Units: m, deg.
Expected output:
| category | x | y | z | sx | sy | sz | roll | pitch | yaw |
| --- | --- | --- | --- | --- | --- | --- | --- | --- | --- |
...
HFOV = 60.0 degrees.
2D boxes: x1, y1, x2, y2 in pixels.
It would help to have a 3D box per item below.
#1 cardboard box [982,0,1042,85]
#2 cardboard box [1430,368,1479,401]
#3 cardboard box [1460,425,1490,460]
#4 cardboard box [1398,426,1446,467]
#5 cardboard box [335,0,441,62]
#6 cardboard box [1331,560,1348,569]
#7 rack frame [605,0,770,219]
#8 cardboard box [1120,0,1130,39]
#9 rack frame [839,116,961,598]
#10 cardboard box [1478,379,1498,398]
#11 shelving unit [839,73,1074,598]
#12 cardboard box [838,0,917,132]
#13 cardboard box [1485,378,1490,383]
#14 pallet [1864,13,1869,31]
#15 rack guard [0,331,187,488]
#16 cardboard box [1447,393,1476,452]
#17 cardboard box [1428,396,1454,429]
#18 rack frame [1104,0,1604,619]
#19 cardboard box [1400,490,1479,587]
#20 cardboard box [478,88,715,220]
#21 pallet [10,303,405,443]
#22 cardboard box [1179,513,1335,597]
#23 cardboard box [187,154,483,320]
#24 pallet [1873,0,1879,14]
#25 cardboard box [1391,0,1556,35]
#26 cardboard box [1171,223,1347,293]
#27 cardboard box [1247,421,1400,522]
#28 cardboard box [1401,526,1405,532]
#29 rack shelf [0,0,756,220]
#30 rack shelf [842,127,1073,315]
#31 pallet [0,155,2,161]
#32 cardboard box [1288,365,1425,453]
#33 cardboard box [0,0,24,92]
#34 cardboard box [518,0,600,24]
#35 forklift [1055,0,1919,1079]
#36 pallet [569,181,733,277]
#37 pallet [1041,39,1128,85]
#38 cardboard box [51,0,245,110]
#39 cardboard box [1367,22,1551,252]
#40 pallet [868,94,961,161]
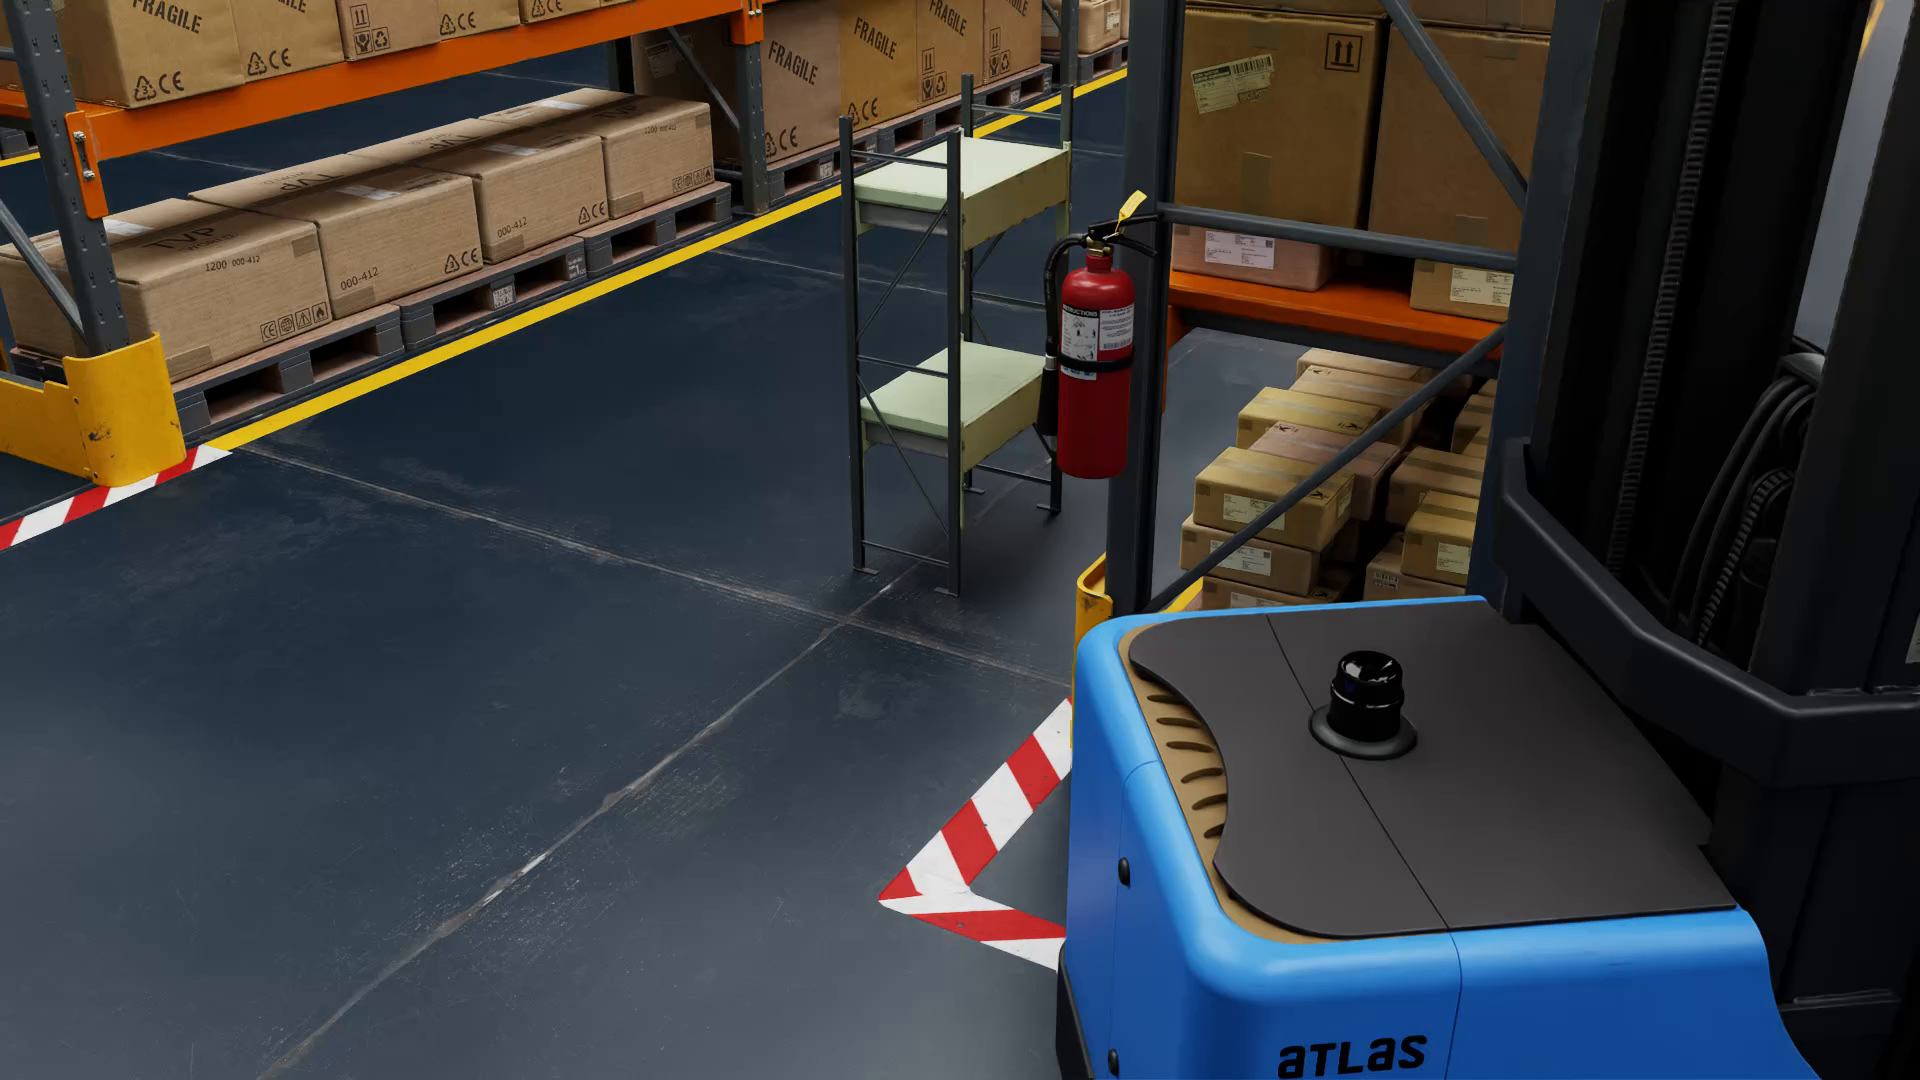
| category | x | y | z | sx | sy | sz | roll | pitch | yaw |
| --- | --- | --- | --- | --- | --- | --- | --- | --- | --- |
| cardboard box | 0.006 | -3.832 | 11.959 | 0.875 | 0.875 | 0.875 | 14 | 30 | 26 |
| cardboard box | 1.565 | -0.615 | 5.678 | 0.380 | 0.149 | 0.250 | 13 | 29 | 24 |
| cardboard box | 1.662 | -0.190 | 4.829 | 0.380 | 0.149 | 0.250 | 14 | 30 | 26 |
| cardboard box | 1.329 | -0.277 | 5.335 | 0.380 | 0.149 | 0.250 | 14 | 30 | 25 |
| cardboard box | -2.540 | -2.294 | 6.870 | 0.500 | 0.500 | 0.500 | 14 | 30 | 26 |
| cardboard box | 0.958 | 0.036 | 5.042 | 0.380 | 0.149 | 0.250 | 15 | 30 | 28 |
| rack frame | -1.549 | -3.287 | 8.965 | 1.000 | 3.000 | 0.127 | 14 | 30 | 26 |
| cardboard box | 1.061 | -4.366 | 13.587 | 0.950 | 0.372 | 0.625 | 14 | 30 | 25 |
| rack frame | -0.177 | -0.531 | 5.135 | 0.400 | 1.500 | 0.023 | 14 | 30 | 26 |
| cardboard box | 1.857 | -0.410 | 5.270 | 0.380 | 0.149 | 0.250 | 15 | 30 | 28 |
| shelving unit | 0.003 | -0.673 | 5.419 | 0.431 | 1.500 | 0.755 | 14 | 30 | 26 |
| cardboard box | -0.876 | -3.137 | 10.571 | 0.875 | 0.875 | 0.875 | 15 | 30 | 28 |
| cardboard box | 1.960 | -0.643 | 6.400 | 0.380 | 0.149 | 0.250 | 13 | 29 | 24 |
| pallet | 7.188 | -4.386 | 14.276 | 1.003 | 0.211 | 1.213 | 14 | 30 | 26 |
| rack guard | -3.529 | -0.601 | 6.392 | 1.175 | 0.500 | 0.348 | 14 | 30 | 26 |
| cardboard box | 1.686 | -0.444 | 6.002 | 0.380 | 0.149 | 0.250 | 15 | 30 | 28 |
| cardboard box | 1.493 | -0.495 | 5.772 | 0.380 | 0.149 | 0.250 | 16 | 31 | 29 |
| rack frame | 0.842 | -0.677 | 3.752 | 1.000 | 3.000 | 0.127 | 14 | 30 | 26 |
| cardboard box | 1.396 | 0.014 | 4.421 | 0.380 | 0.149 | 0.250 | 13 | 29 | 24 |
| cardboard box | -1.952 | -2.108 | 9.003 | 0.875 | 0.438 | 0.875 | 14 | 30 | 25 |
| pallet | -3.192 | -0.810 | 7.132 | 1.003 | 0.211 | 1.213 | 14 | 30 | 26 |
| cardboard box | 0.854 | 0.008 | 4.766 | 0.380 | 0.149 | 0.250 | 13 | 30 | 25 |
| cardboard box | -2.836 | -1.408 | 7.604 | 0.875 | 0.438 | 0.875 | 15 | 30 | 27 |
| pallet | 8.388 | -5.337 | 16.176 | 1.003 | 0.211 | 1.213 | 14 | 30 | 26 |
| cardboard box | 1.294 | -1.419 | 3.672 | 0.500 | 0.500 | 0.500 | 14 | 30 | 26 |
| cardboard box | 0.757 | -0.754 | 4.186 | 0.380 | 0.149 | 0.250 | 14 | 30 | 26 |
| cardboard box | 1.056 | -0.204 | 4.857 | 0.380 | 0.149 | 0.250 | 15 | 30 | 27 |
| cardboard box | 1.273 | -0.147 | 5.408 | 0.380 | 0.149 | 0.250 | 15 | 30 | 27 |
| rack shelf | -2.533 | -2.186 | 7.569 | 1.077 | 0.370 | 4.000 | 14 | 30 | 26 |
| rack shelf | 0.003 | -1.022 | 5.245 | 0.431 | 0.370 | 0.720 | 14 | 30 | 26 |
| pallet | -6.810 | -2.387 | 10.282 | 1.003 | 0.211 | 1.213 | 14 | 30 | 26 |
| cardboard box | 1.255 | -0.420 | 5.288 | 0.380 | 0.149 | 0.250 | 13 | 29 | 24 |
| cardboard box | -3.510 | -2.019 | 6.320 | 0.500 | 0.500 | 0.500 | 14 | 30 | 26 |
| cardboard box | -2.038 | -2.694 | 7.668 | 0.500 | 0.500 | 0.500 | 14 | 30 | 25 |
| forklift | 1.754 | -0.075 | 2.625 | 3.031 | 2.935 | 1.130 | -3 | 27 | -6 |
| pallet | -1.991 | -1.761 | 9.032 | 1.003 | 0.211 | 1.213 | 14 | 30 | 26 |
| pallet | 0.804 | -3.903 | 13.311 | 1.003 | 0.211 | 1.213 | 14 | 30 | 26 |
| cardboard box | -3.031 | -1.896 | 6.076 | 0.500 | 0.500 | 0.500 | 14 | 30 | 26 |
| cardboard box | 1.304 | -0.969 | 3.891 | 0.500 | 0.500 | 0.500 | 16 | 31 | 28 |
| pallet | -0.636 | -2.834 | 11.177 | 1.003 | 0.211 | 1.213 | 14 | 30 | 26 |
